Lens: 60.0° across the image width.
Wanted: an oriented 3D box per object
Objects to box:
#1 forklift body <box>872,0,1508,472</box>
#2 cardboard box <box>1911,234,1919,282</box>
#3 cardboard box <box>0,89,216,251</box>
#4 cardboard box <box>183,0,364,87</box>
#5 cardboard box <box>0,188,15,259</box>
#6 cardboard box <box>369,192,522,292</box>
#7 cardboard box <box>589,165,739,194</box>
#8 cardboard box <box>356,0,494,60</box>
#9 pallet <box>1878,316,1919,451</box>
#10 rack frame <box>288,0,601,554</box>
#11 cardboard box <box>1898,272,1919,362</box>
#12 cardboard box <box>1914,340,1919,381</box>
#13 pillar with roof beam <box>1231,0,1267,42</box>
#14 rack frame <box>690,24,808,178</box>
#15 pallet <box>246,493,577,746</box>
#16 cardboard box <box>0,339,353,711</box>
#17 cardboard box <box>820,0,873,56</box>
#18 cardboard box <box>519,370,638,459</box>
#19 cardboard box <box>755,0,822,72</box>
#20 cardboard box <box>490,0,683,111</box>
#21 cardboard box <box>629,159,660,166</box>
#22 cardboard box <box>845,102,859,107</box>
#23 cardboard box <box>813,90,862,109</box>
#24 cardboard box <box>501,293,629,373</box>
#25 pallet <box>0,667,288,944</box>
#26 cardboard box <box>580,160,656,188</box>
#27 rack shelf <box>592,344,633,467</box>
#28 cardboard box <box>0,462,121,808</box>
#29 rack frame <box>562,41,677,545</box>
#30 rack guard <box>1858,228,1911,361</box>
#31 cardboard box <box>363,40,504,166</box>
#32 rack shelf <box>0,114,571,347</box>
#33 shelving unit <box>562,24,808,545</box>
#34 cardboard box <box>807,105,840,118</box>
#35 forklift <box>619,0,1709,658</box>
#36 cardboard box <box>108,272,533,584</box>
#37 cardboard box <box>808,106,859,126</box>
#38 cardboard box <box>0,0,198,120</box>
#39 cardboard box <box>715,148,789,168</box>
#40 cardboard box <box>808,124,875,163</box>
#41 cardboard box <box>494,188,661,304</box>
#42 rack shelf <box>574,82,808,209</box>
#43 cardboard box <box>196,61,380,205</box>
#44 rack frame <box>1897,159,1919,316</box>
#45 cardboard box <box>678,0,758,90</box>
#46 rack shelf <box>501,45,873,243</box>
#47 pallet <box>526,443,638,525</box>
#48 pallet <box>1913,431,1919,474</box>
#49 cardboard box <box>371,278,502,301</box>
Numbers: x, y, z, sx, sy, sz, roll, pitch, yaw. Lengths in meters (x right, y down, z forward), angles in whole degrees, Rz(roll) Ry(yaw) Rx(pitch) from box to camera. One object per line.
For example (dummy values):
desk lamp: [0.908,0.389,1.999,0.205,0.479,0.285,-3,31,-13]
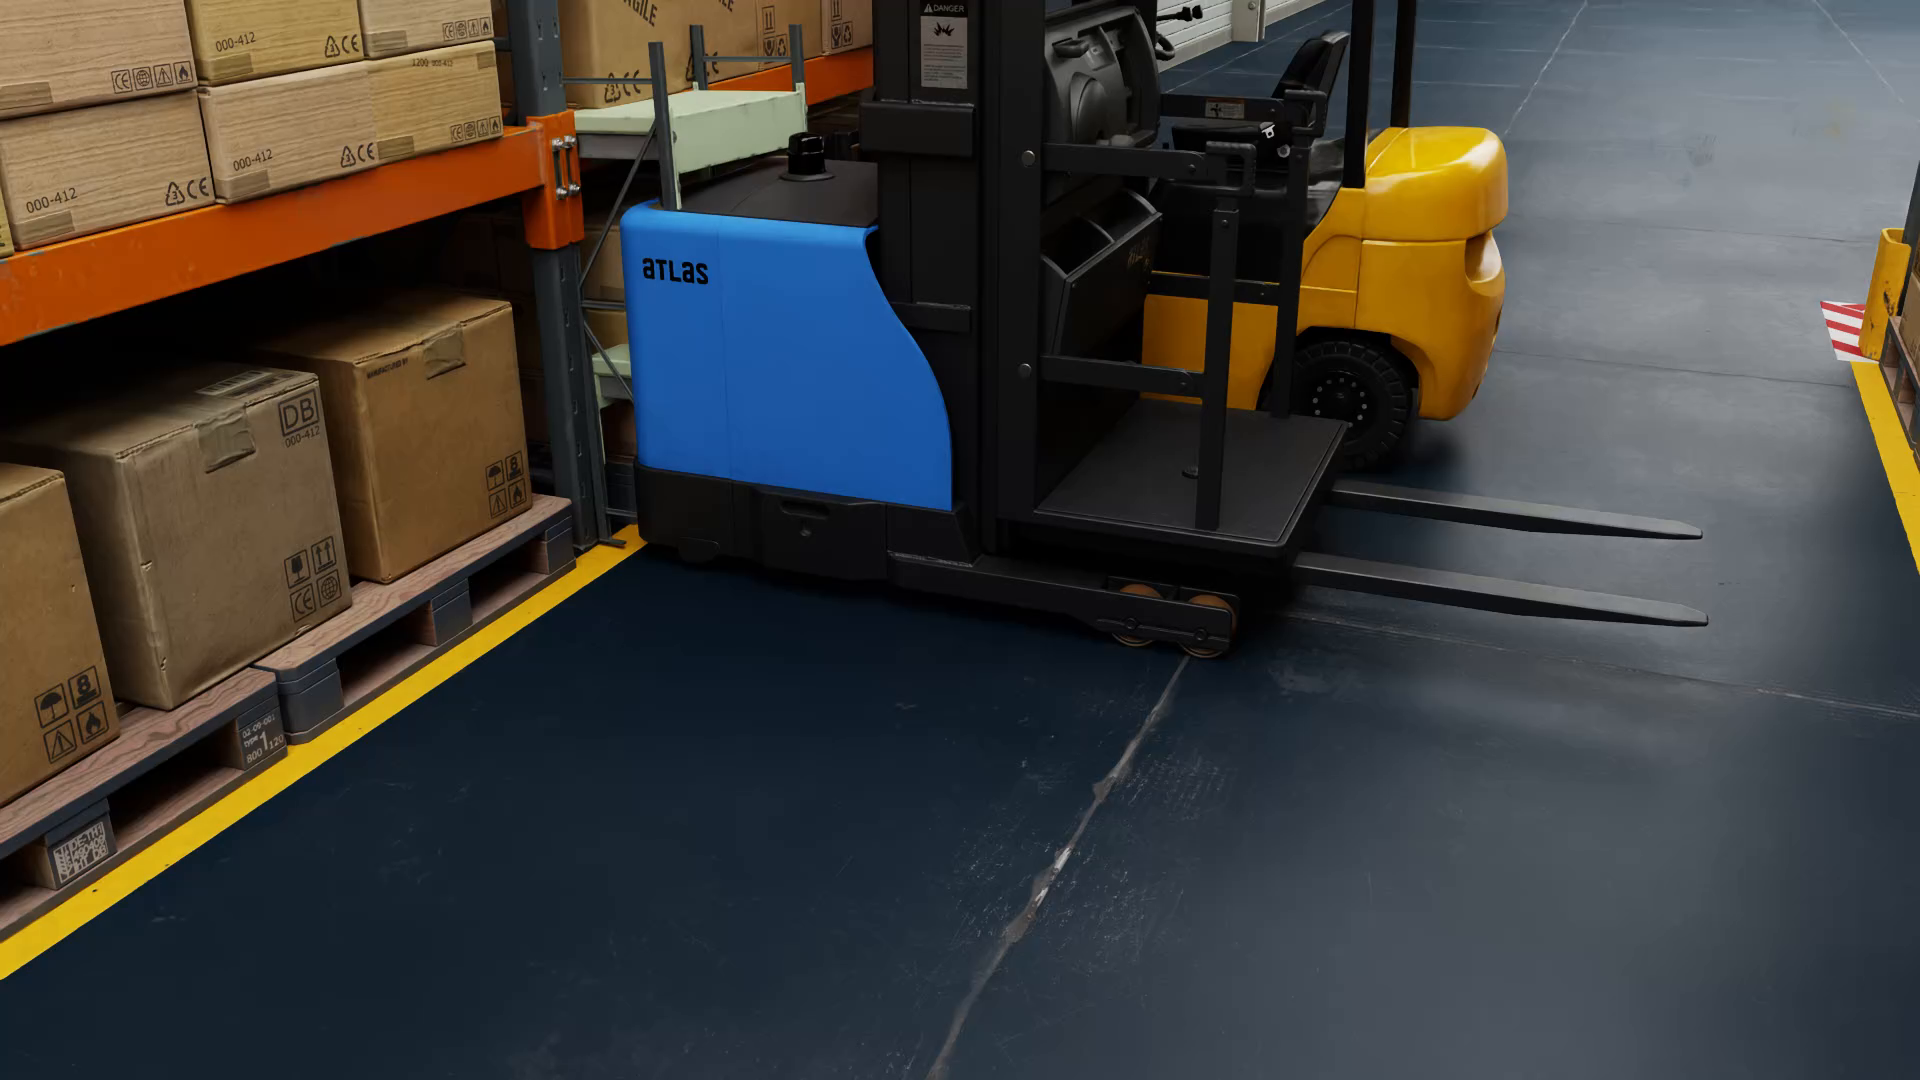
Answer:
forklift body: [0.870,-1.536,6.136,2.313,2.155,1.214,9,24,20]
cardboard box: [3.925,-1.171,6.212,0.500,0.500,0.500,8,24,18]
cardboard box: [-1.944,-0.795,3.455,0.500,0.250,0.500,9,24,20]
cardboard box: [-1.735,-1.200,3.776,0.500,0.250,0.500,8,24,19]
cardboard box: [-2.129,-0.609,3.011,0.500,0.250,0.500,10,25,22]
cardboard box: [-1.602,-1.026,5.540,0.500,0.250,0.500,9,24,21]
cardboard box: [-0.935,-1.132,5.793,0.500,0.250,0.500,9,24,20]
cardboard box: [-1.551,-1.385,4.220,0.500,0.250,0.500,8,24,19]
pallet: [4.127,-0.558,6.313,1.003,0.211,1.213,9,24,20]
rack frame: [-1.606,-1.436,4.795,1.000,3.000,0.127,9,24,20]
cardboard box: [3.934,-0.834,6.377,0.500,0.250,0.500,9,24,20]
cardboard box: [3.737,-0.652,5.942,0.500,0.250,0.500,10,25,22]
pillar with roof beam: [7.239,-9.193,15.584,9.100,9.000,0.400,9,24,20]
rack frame: [-0.649,-0.915,5.478,0.400,1.500,0.023,8,22,25]
pallet: [-1.843,0.120,4.688,1.003,0.211,1.213,9,24,20]
cardboard box: [-2.084,-0.069,4.059,0.875,0.625,0.625,9,24,20]
cardboard box: [-0.627,-2.150,6.377,0.500,0.500,0.500,9,24,20]
cardboard box: [-1.118,-0.486,5.545,0.500,0.250,0.500,9,24,21]
cardboard box: [-0.833,-1.973,5.953,0.500,0.500,0.500,9,24,20]
cardboard box: [-1.198,-1.603,5.067,0.500,0.500,0.500,8,24,19]
cardboard box: [-1.228,-1.388,6.408,0.500,0.250,0.500,9,24,20]
cardboard box: [-0.185,-1.861,7.538,0.500,0.250,0.500,9,24,21]
cardboard box: [-0.656,-1.929,7.702,0.500,0.250,0.500,9,24,20]
cardboard box: [-1.139,-0.720,5.457,0.500,0.250,0.500,9,24,20]
pallet: [-2.295,0.558,3.640,1.003,0.211,1.213,9,24,20]
cardboard box: [-1.428,-1.209,5.979,0.500,0.250,0.500,8,24,19]
rack shelf: [-0.798,-0.490,5.284,0.431,0.370,0.720,8,22,25]
cardboard box: [-2.362,0.200,3.414,0.875,0.625,0.625,8,24,18]
rack frame: [-0.968,-0.676,4.865,0.400,1.500,0.023,8,22,25]
rack guard: [4.462,-0.977,6.941,1.175,0.500,0.348,9,24,20]
cardboard box: [-1.550,-1.149,4.303,0.500,0.250,0.500,9,24,21]
rack shelf: [-2.348,-0.388,3.221,1.077,0.370,4.000,9,24,20]
shelving unit: [-0.809,-0.795,5.171,0.431,1.500,0.755,8,22,25]
cardboard box: [-0.852,-1.752,7.278,0.500,0.250,0.500,9,24,20]
forklift: [0.582,-1.266,4.477,3.031,2.935,1.130,8,24,19]
cardboard box: [-1.789,-0.345,4.721,0.875,0.625,0.625,10,25,22]
cardboard box: [-0.364,-1.679,7.102,0.500,0.250,0.500,9,24,21]
cardboard box: [-1.930,-1.018,3.341,0.500,0.250,0.500,9,24,21]
cardboard box: [-0.761,-1.312,6.223,0.500,0.250,0.500,10,25,22]
cardboard box: [-0.559,-1.498,6.671,0.500,0.250,0.500,8,24,19]
cardboard box: [-1.135,-0.950,5.359,0.500,0.250,0.500,8,24,19]
rack shelf: [-0.822,-1.161,5.036,0.431,0.370,0.720,8,22,25]
cardboard box: [-1.731,-0.968,3.870,0.500,0.250,0.500,9,24,20]
rack frame: [4.490,-2.158,6.524,1.000,3.000,0.127,9,24,20]
cardboard box: [-1.020,-1.792,5.519,0.500,0.500,0.500,9,24,21]
rack shelf: [-0.863,-1.819,6.648,1.077,0.370,4.000,9,24,20]
pallet: [-1.271,-0.428,6.000,1.003,0.211,1.213,9,24,20]
pallet: [3.673,-0.123,5.271,1.003,0.211,1.213,9,24,20]
cardboard box: [-1.615,-0.795,5.635,0.500,0.250,0.500,8,24,19]
